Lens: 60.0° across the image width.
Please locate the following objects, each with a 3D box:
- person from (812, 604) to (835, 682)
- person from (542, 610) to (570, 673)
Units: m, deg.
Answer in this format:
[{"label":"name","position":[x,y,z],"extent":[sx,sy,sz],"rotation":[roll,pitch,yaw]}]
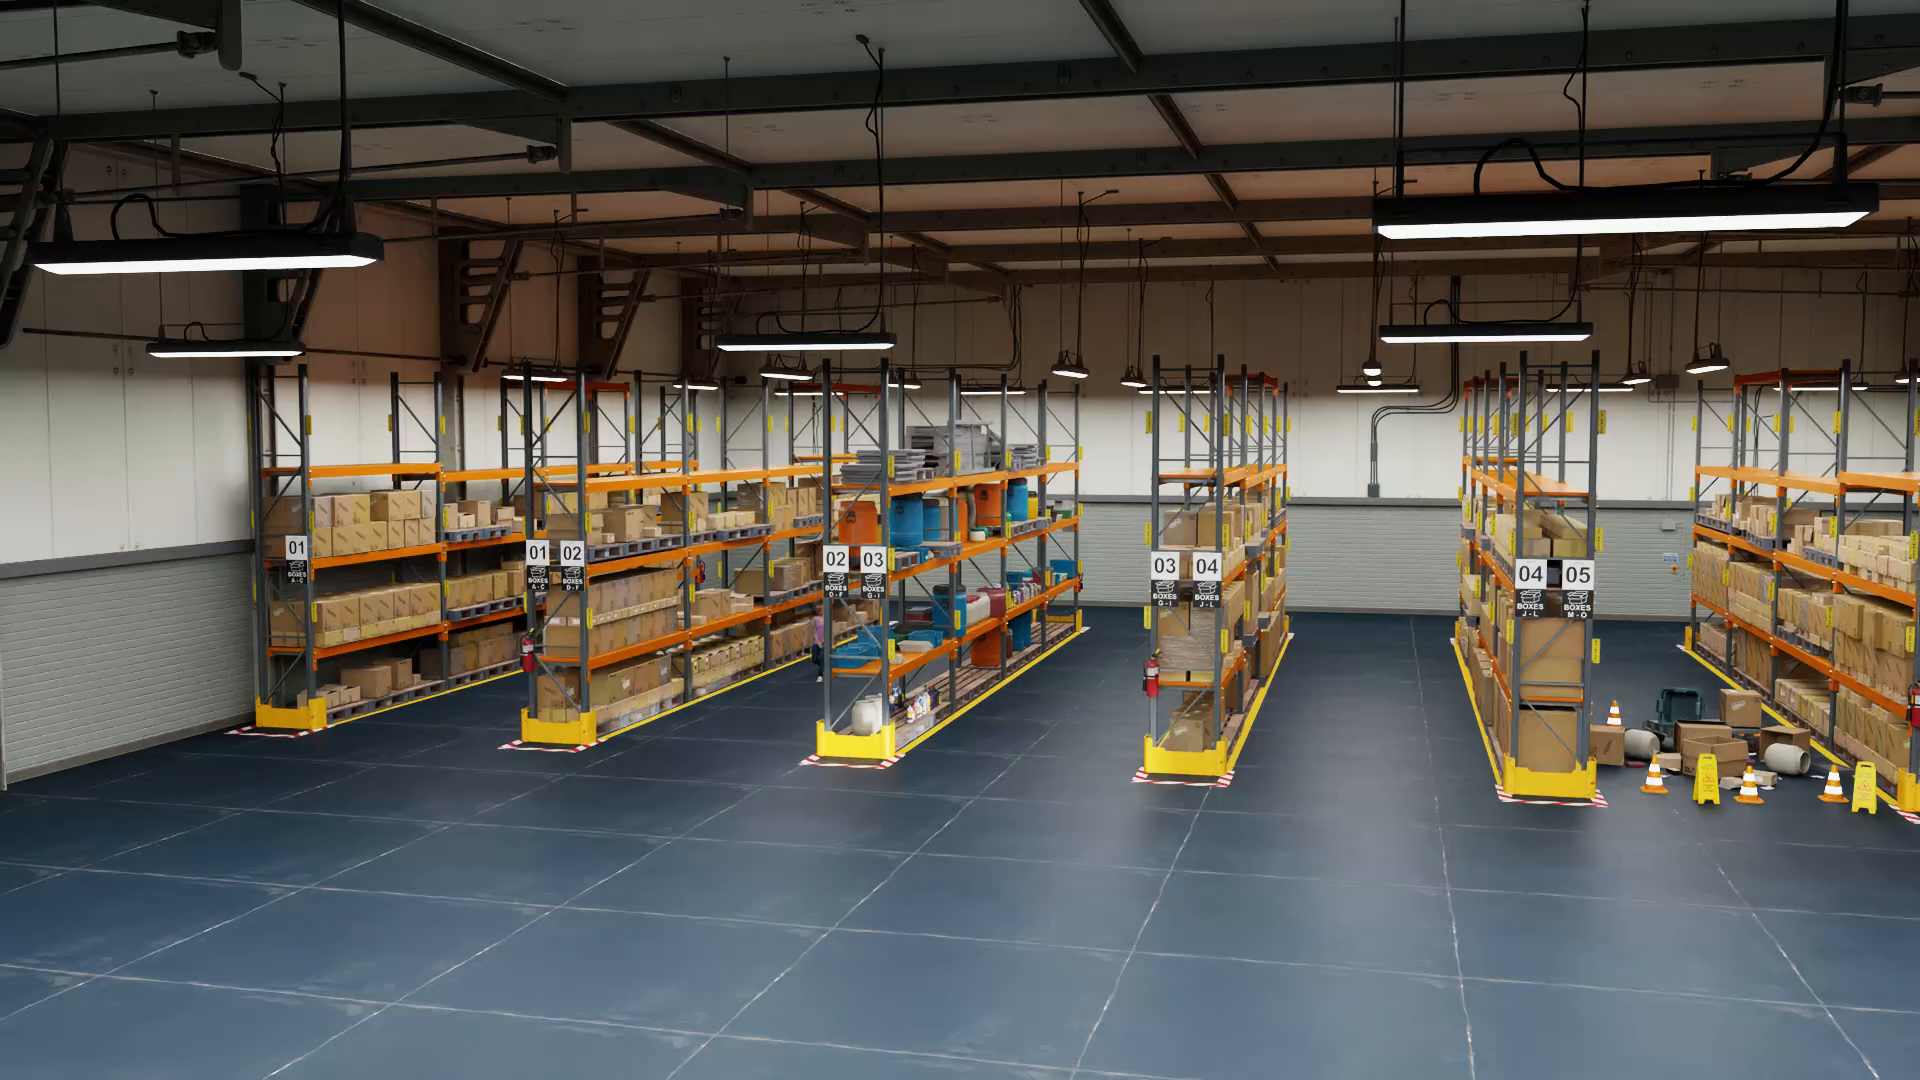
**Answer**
[{"label":"person","position":[-2.701,2.002,32.615],"extent":[0.432,1.482,0.822],"rotation":[0,4,7]},{"label":"person","position":[-7.245,2.071,29.856],"extent":[0.494,1.788,0.599],"rotation":[3,5,36]}]
